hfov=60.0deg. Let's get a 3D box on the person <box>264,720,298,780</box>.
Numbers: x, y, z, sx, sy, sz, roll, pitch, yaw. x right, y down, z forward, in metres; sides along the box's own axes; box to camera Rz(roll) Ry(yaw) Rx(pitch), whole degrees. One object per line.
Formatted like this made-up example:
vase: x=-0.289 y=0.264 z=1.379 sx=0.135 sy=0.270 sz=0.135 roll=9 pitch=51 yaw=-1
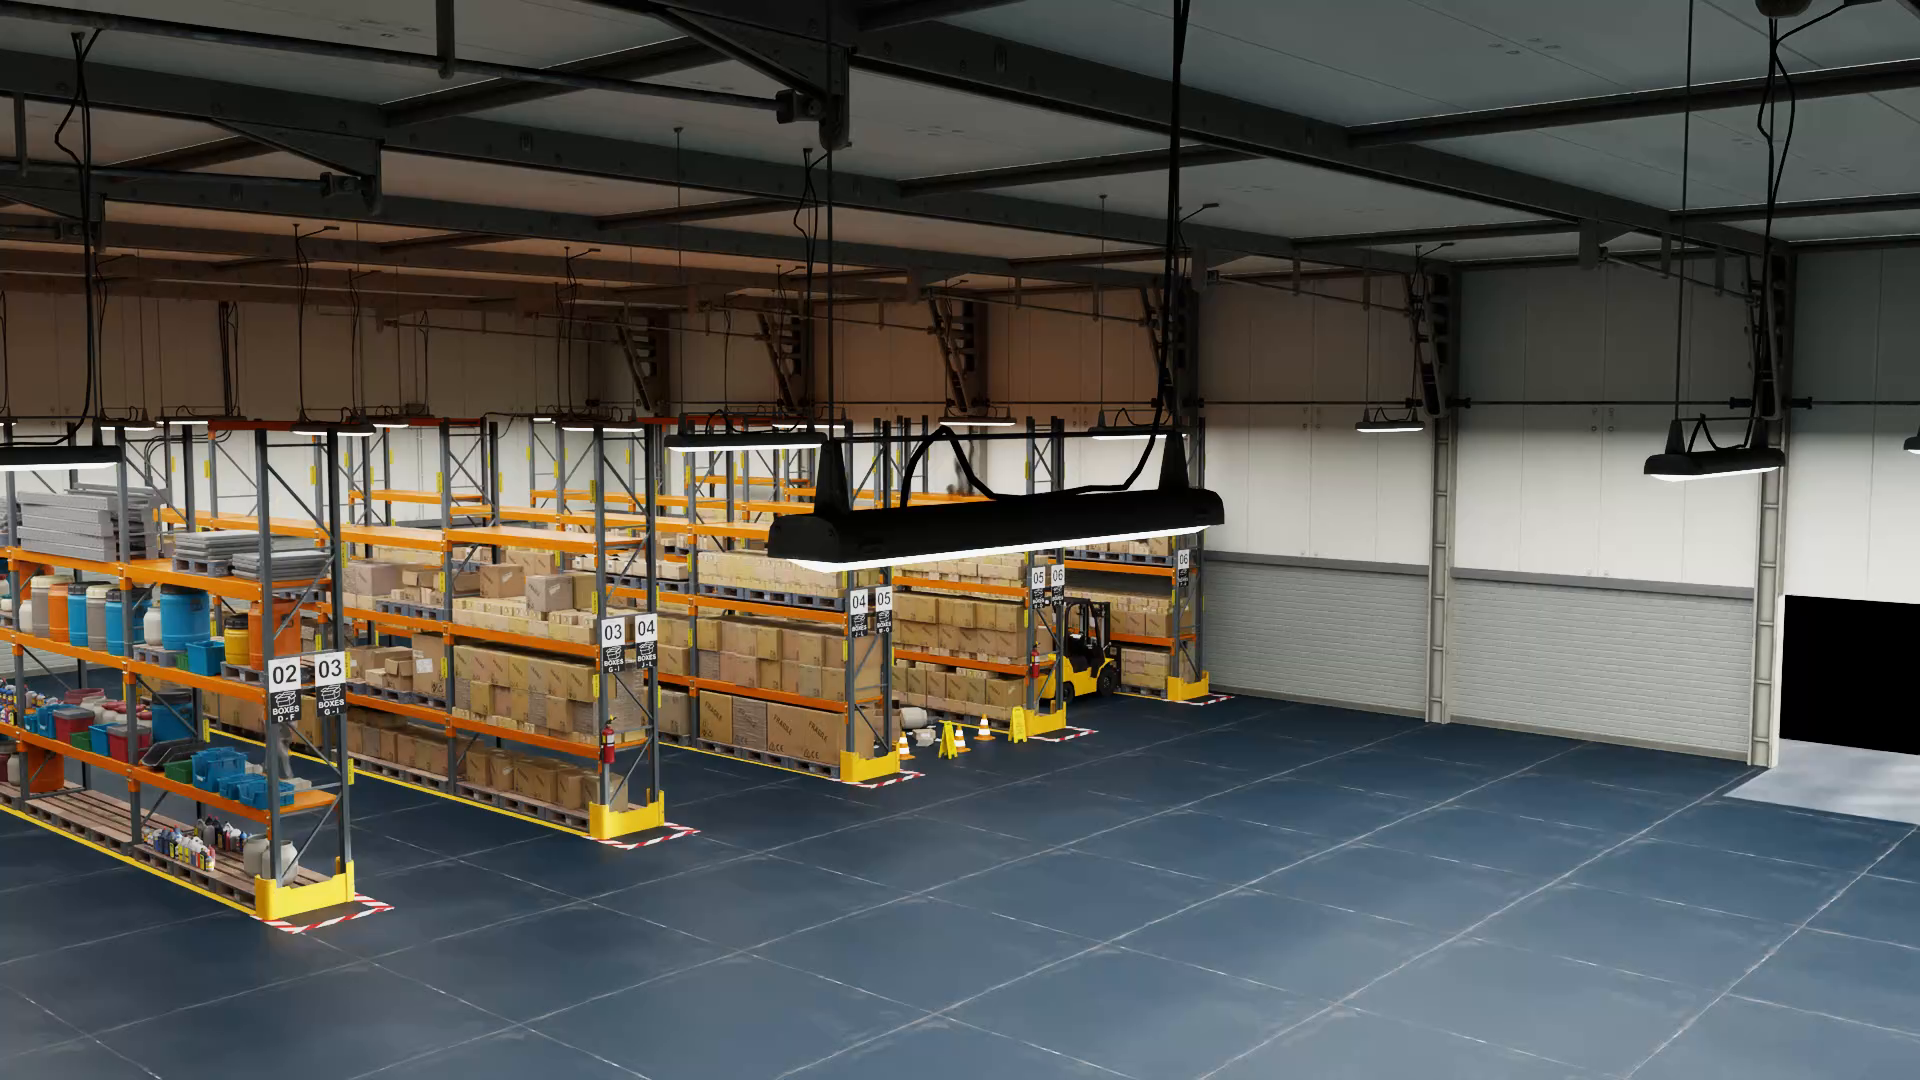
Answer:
person: x=-11.264 y=3.314 z=27.497 sx=0.892 sy=1.532 sz=0.556 roll=4 pitch=6 yaw=43
